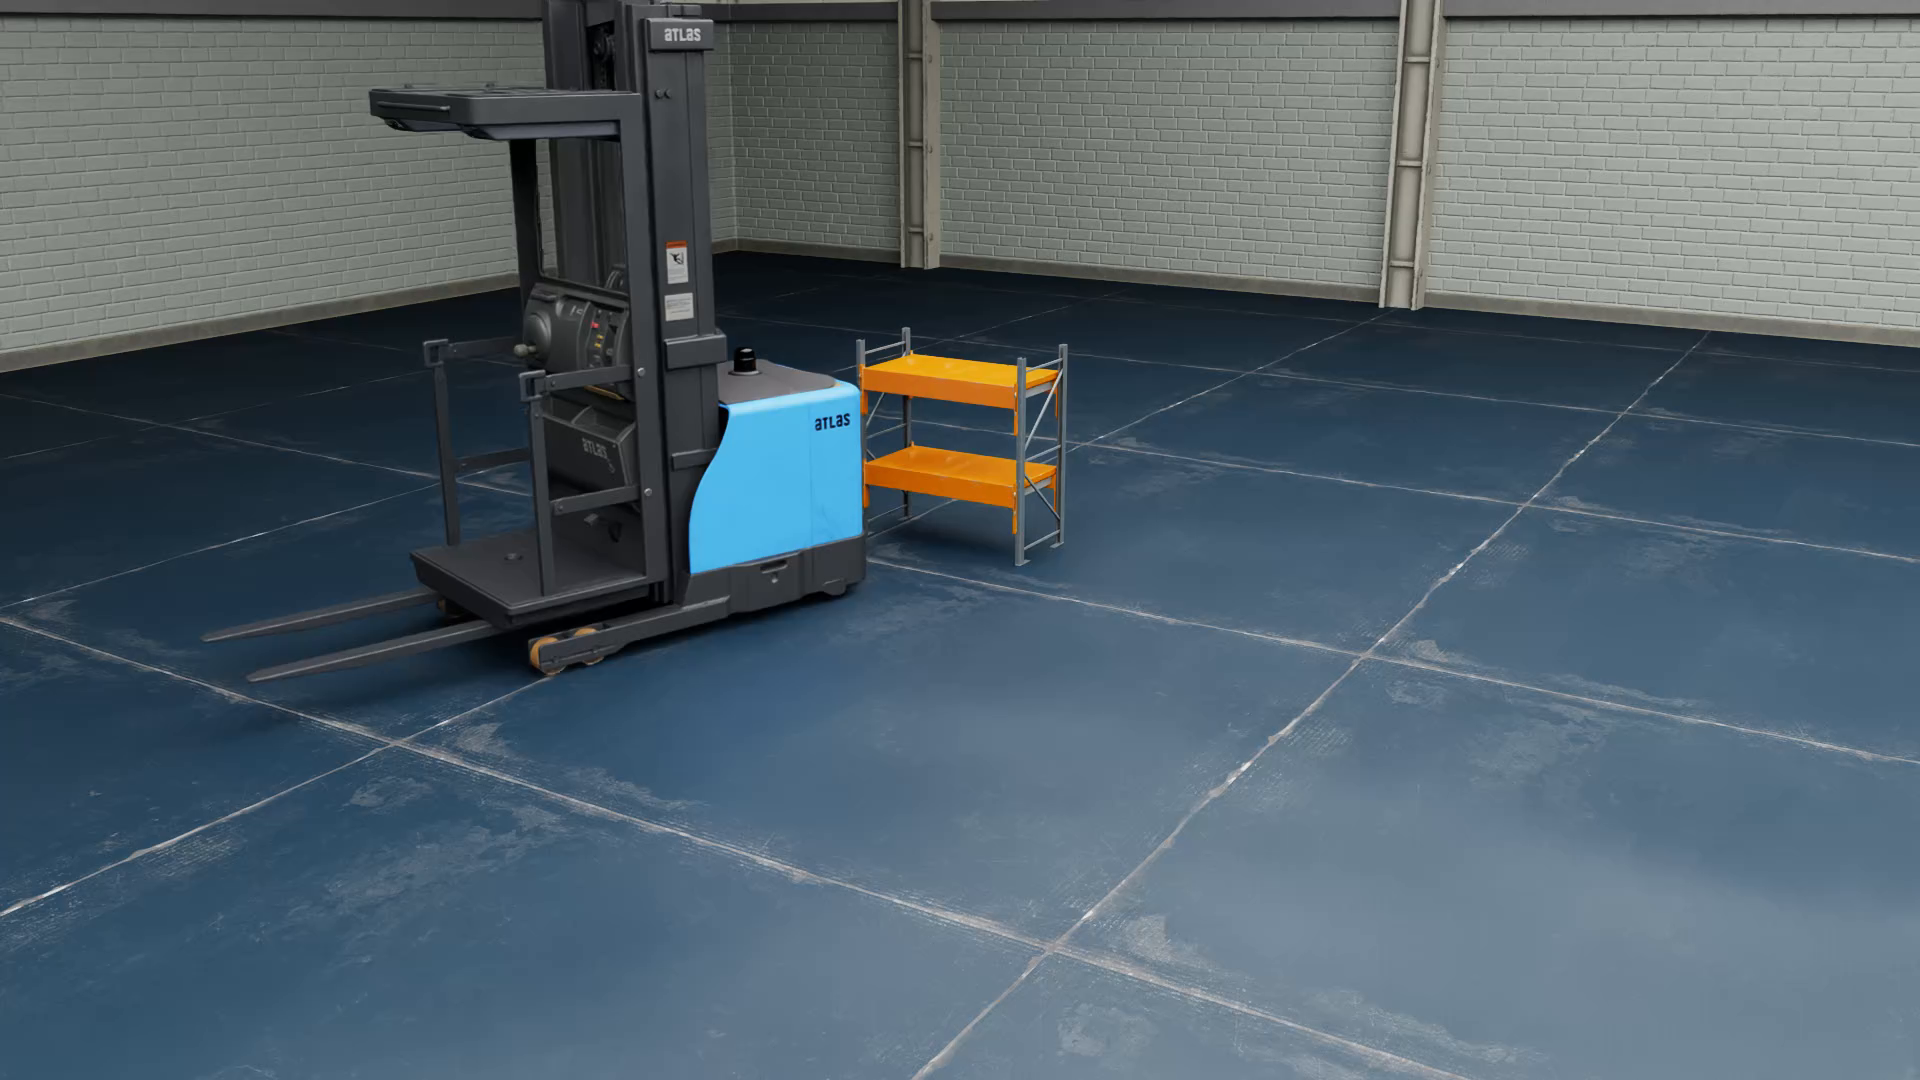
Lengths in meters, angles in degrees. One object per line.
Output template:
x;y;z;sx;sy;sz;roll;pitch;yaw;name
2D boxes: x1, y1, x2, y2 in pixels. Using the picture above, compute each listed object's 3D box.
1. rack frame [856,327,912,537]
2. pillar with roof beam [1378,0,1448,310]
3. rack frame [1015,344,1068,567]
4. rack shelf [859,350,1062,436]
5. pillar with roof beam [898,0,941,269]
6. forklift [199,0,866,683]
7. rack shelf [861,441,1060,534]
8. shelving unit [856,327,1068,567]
-0.427;-0.615;9.469;0.032;1.125;0.500;10;20;30;rack frame
2.375;-5.685;12.615;0.400;9.000;9.100;10;20;30;pillar with roof beam
0.439;-0.460;8.960;0.032;1.125;0.500;10;20;30;rack frame
0.006;-0.817;9.129;1.000;0.278;0.538;10;20;30;rack shelf
-2.738;-6.598;15.620;0.400;9.000;9.100;10;20;30;pillar with roof beam
-1.932;-0.974;7.544;3.031;2.935;1.130;-14;22;-38;forklift
0.006;-0.303;9.285;1.000;0.278;0.538;10;20;30;rack shelf
0.006;-0.537;9.214;1.048;1.125;0.538;10;20;30;shelving unit
